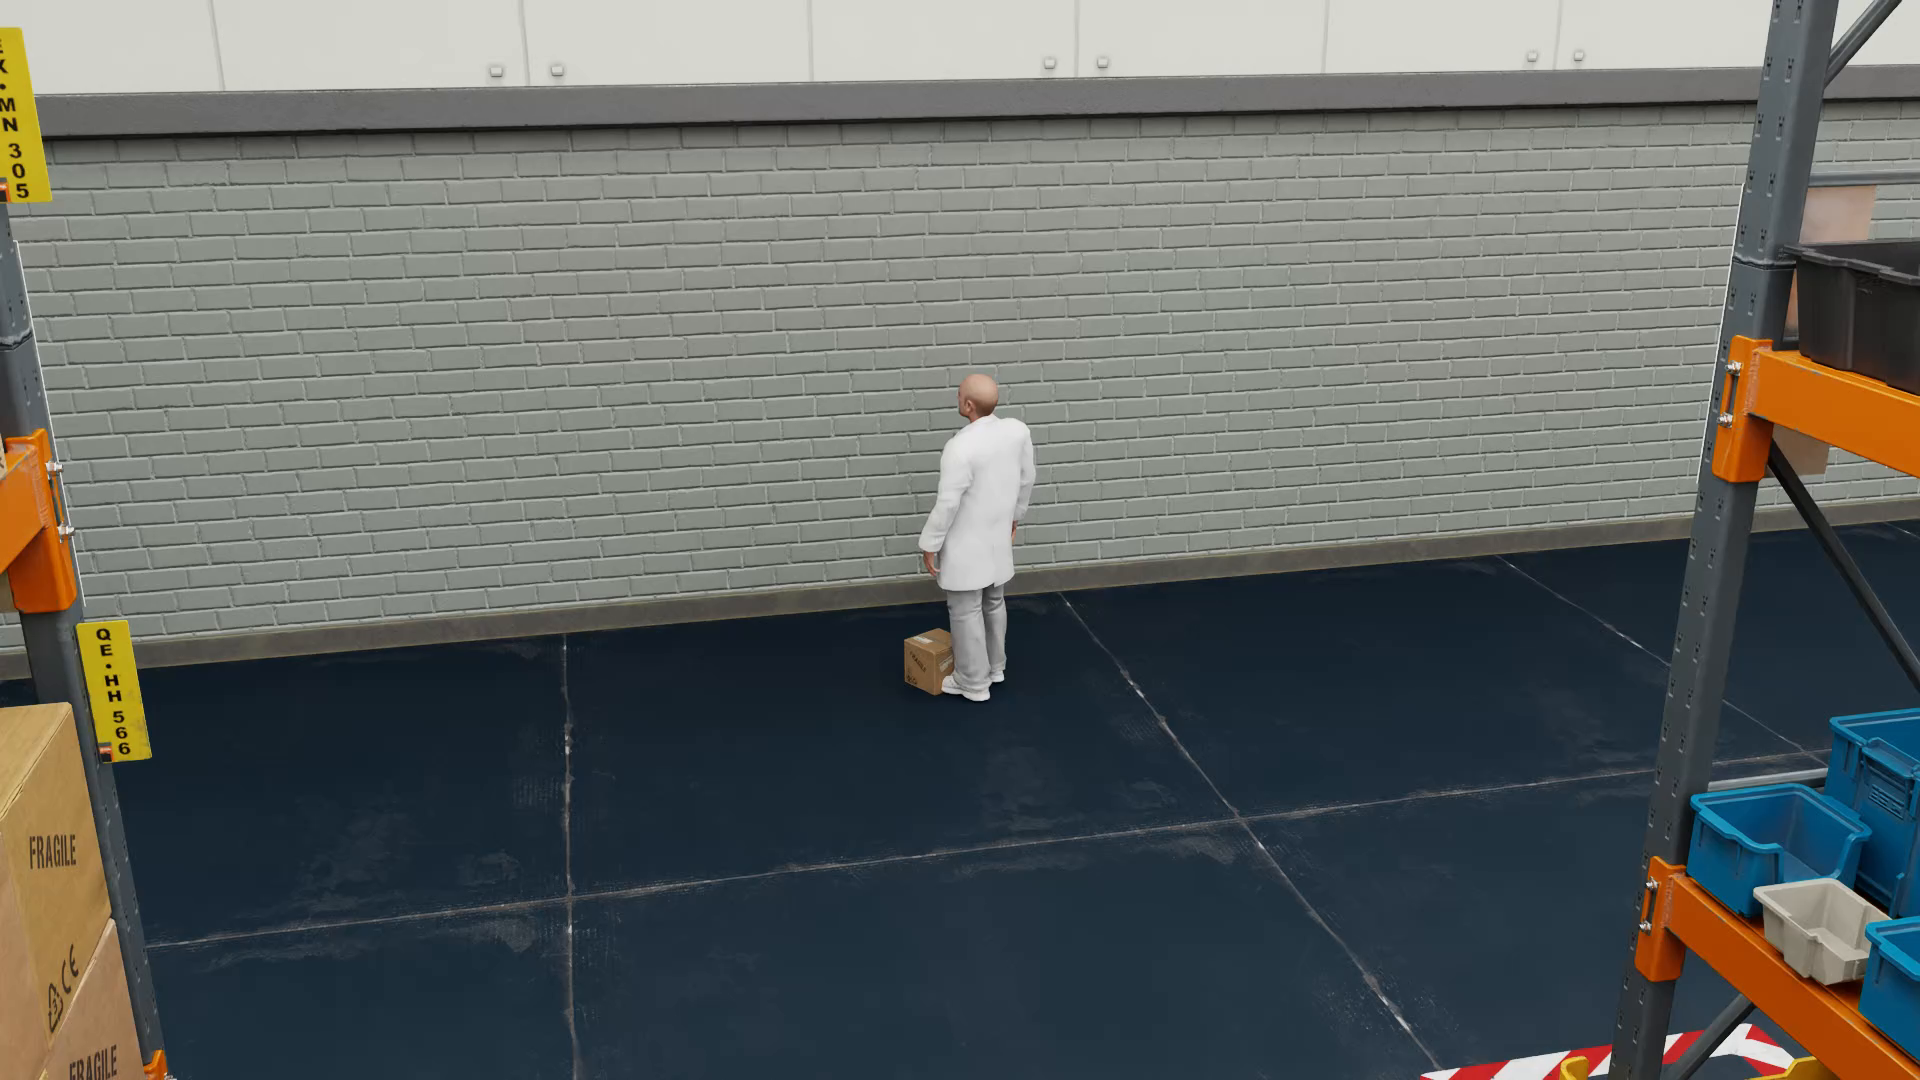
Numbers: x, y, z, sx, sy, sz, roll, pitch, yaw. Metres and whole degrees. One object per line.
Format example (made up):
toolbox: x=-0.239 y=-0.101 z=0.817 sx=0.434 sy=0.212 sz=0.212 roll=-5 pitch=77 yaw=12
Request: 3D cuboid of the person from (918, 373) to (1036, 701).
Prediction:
person: x=0.020 y=-0.030 z=8.652 sx=0.694 sy=1.775 sz=0.580 roll=-16 pitch=25 yaw=-39
